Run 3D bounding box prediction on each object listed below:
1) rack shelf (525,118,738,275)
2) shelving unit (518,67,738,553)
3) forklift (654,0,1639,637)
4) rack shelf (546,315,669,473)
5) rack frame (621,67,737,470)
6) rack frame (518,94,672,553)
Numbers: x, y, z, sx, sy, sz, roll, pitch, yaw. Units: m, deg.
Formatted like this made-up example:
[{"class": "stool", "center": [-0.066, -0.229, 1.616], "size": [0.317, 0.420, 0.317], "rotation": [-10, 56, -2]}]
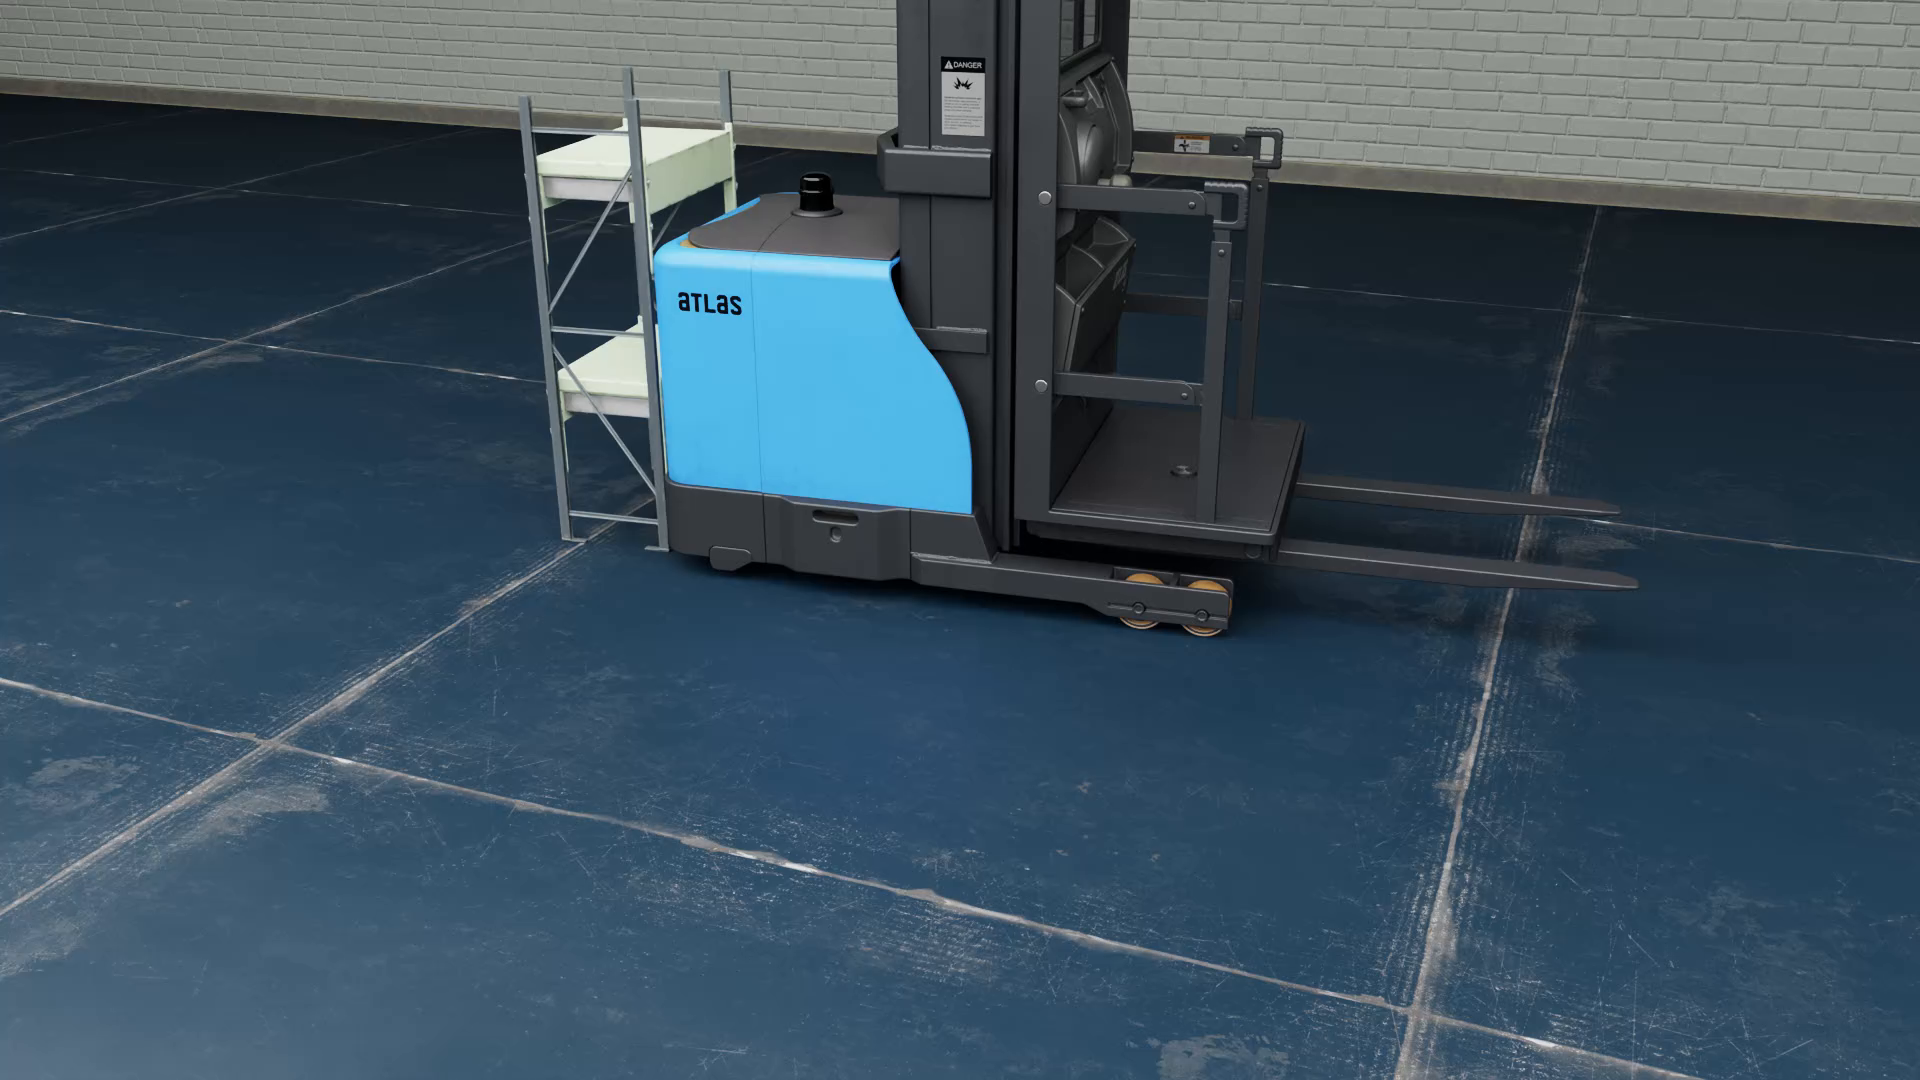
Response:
[{"class": "rack shelf", "center": [-1.084, -1.169, 5.591], "size": [0.431, 0.370, 0.720], "rotation": [6, 23, 14]}, {"class": "shelving unit", "center": [-1.084, -0.809, 5.741], "size": [0.431, 1.500, 0.755], "rotation": [6, 23, 14]}, {"class": "forklift", "center": [0.607, -1.287, 5.029], "size": [3.031, 2.935, 1.130], "rotation": [6, 23, 14]}, {"class": "rack shelf", "center": [-1.084, -0.508, 5.867], "size": [0.431, 0.370, 0.720], "rotation": [6, 23, 14]}, {"class": "rack frame", "center": [-0.989, -0.945, 6.067], "size": [0.400, 1.500, 0.023], "rotation": [6, 23, 14]}, {"class": "rack frame", "center": [-1.178, -0.673, 5.415], "size": [0.400, 1.500, 0.023], "rotation": [6, 23, 14]}]
